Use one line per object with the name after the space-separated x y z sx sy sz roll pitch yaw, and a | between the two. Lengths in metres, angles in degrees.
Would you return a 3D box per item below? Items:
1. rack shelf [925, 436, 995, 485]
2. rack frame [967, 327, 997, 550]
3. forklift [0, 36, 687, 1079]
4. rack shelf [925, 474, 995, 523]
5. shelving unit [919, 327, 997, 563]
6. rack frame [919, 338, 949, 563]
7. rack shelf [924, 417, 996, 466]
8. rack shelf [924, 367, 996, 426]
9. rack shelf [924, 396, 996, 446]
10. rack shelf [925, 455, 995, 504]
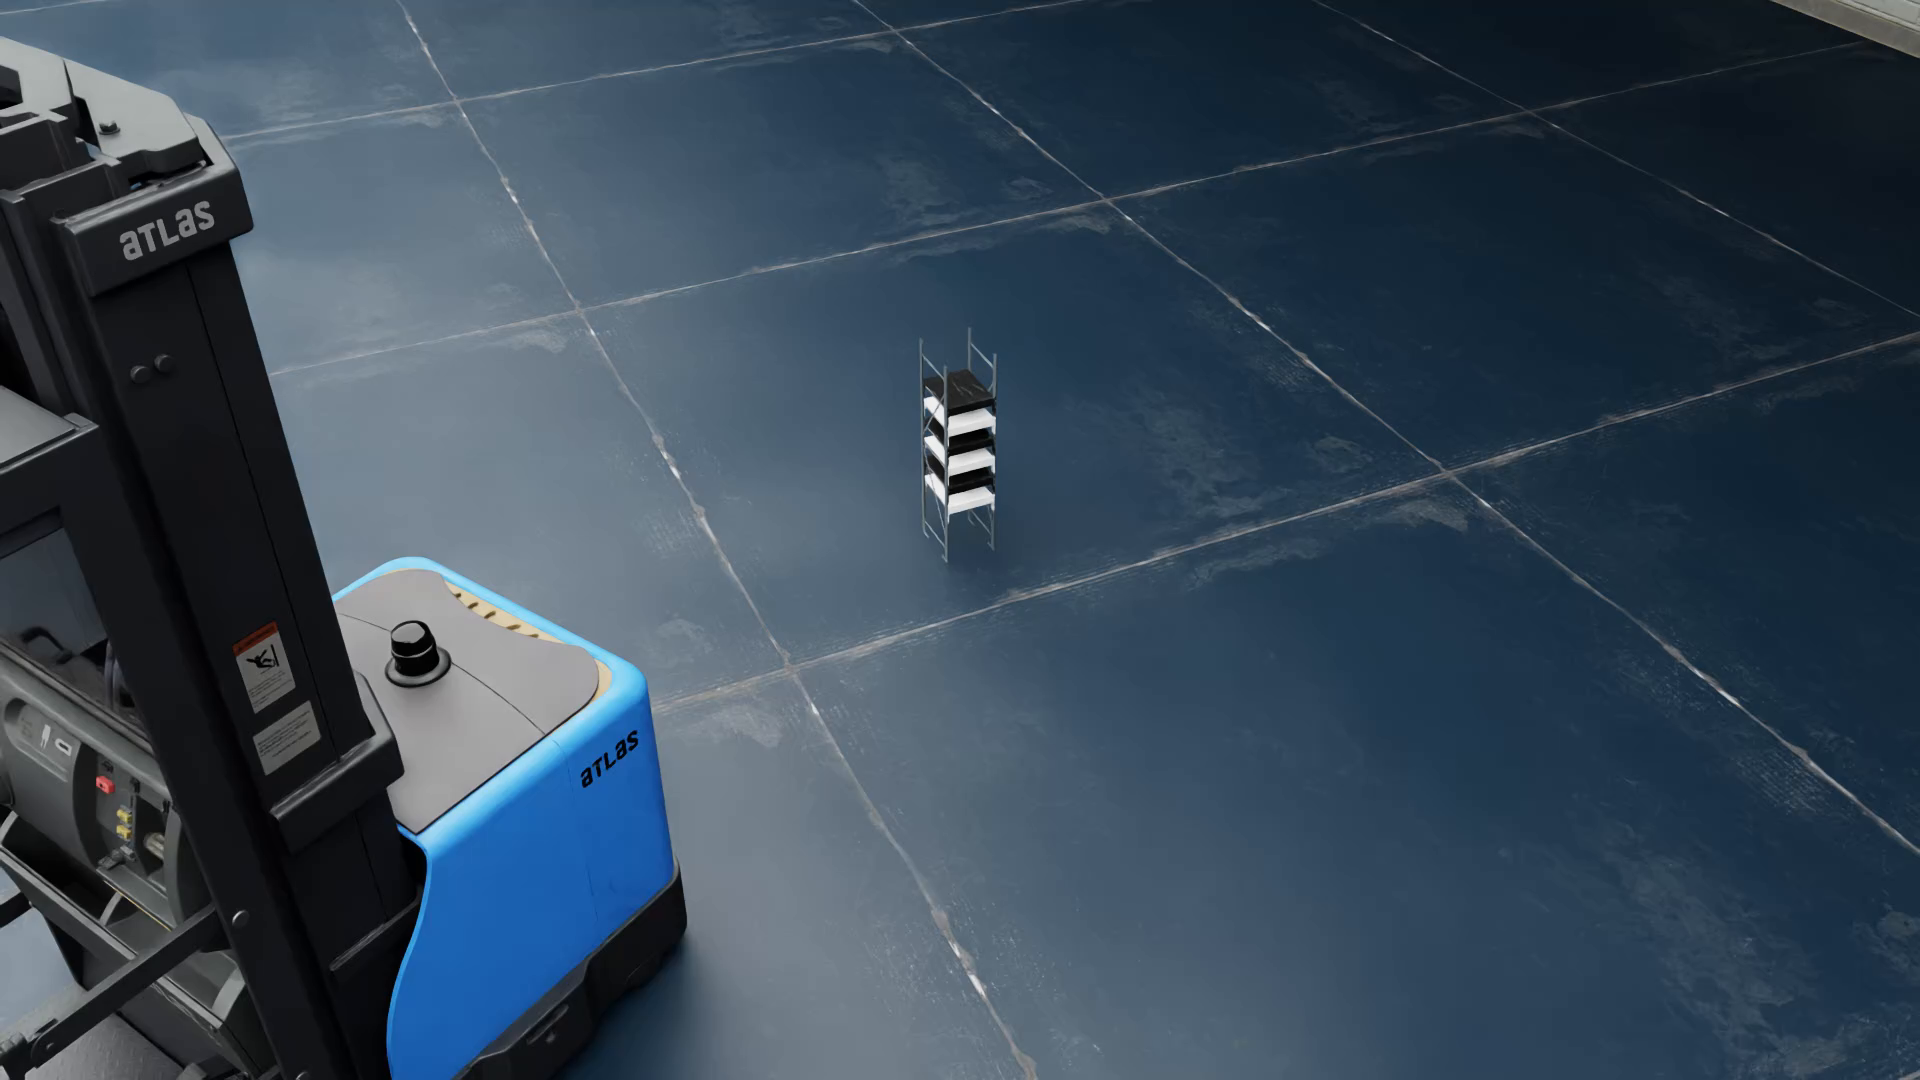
-0.007 -0.333 6.499 0.200 0.077 0.258 -16 39 -20 | rack shelf
0.085 -0.385 6.514 0.006 0.900 0.240 -16 39 -20 | rack frame
-2.087 0.592 3.491 1.130 2.935 3.031 23 42 27 | forklift
-0.007 -0.188 6.606 0.200 0.077 0.258 -16 39 -20 | rack shelf
-0.007 -0.359 6.479 0.210 0.900 0.258 -16 39 -20 | shelving unit
-0.099 -0.334 6.444 0.006 0.900 0.240 -16 39 -20 | rack frame
-0.007 -0.405 6.445 0.200 0.077 0.258 -16 39 -20 | rack shelf
-0.007 -0.549 6.338 0.200 0.077 0.258 -16 39 -20 | rack shelf
-0.007 -0.477 6.392 0.200 0.077 0.258 -16 39 -20 | rack shelf
-0.007 -0.260 6.553 0.200 0.077 0.258 -16 39 -20 | rack shelf
